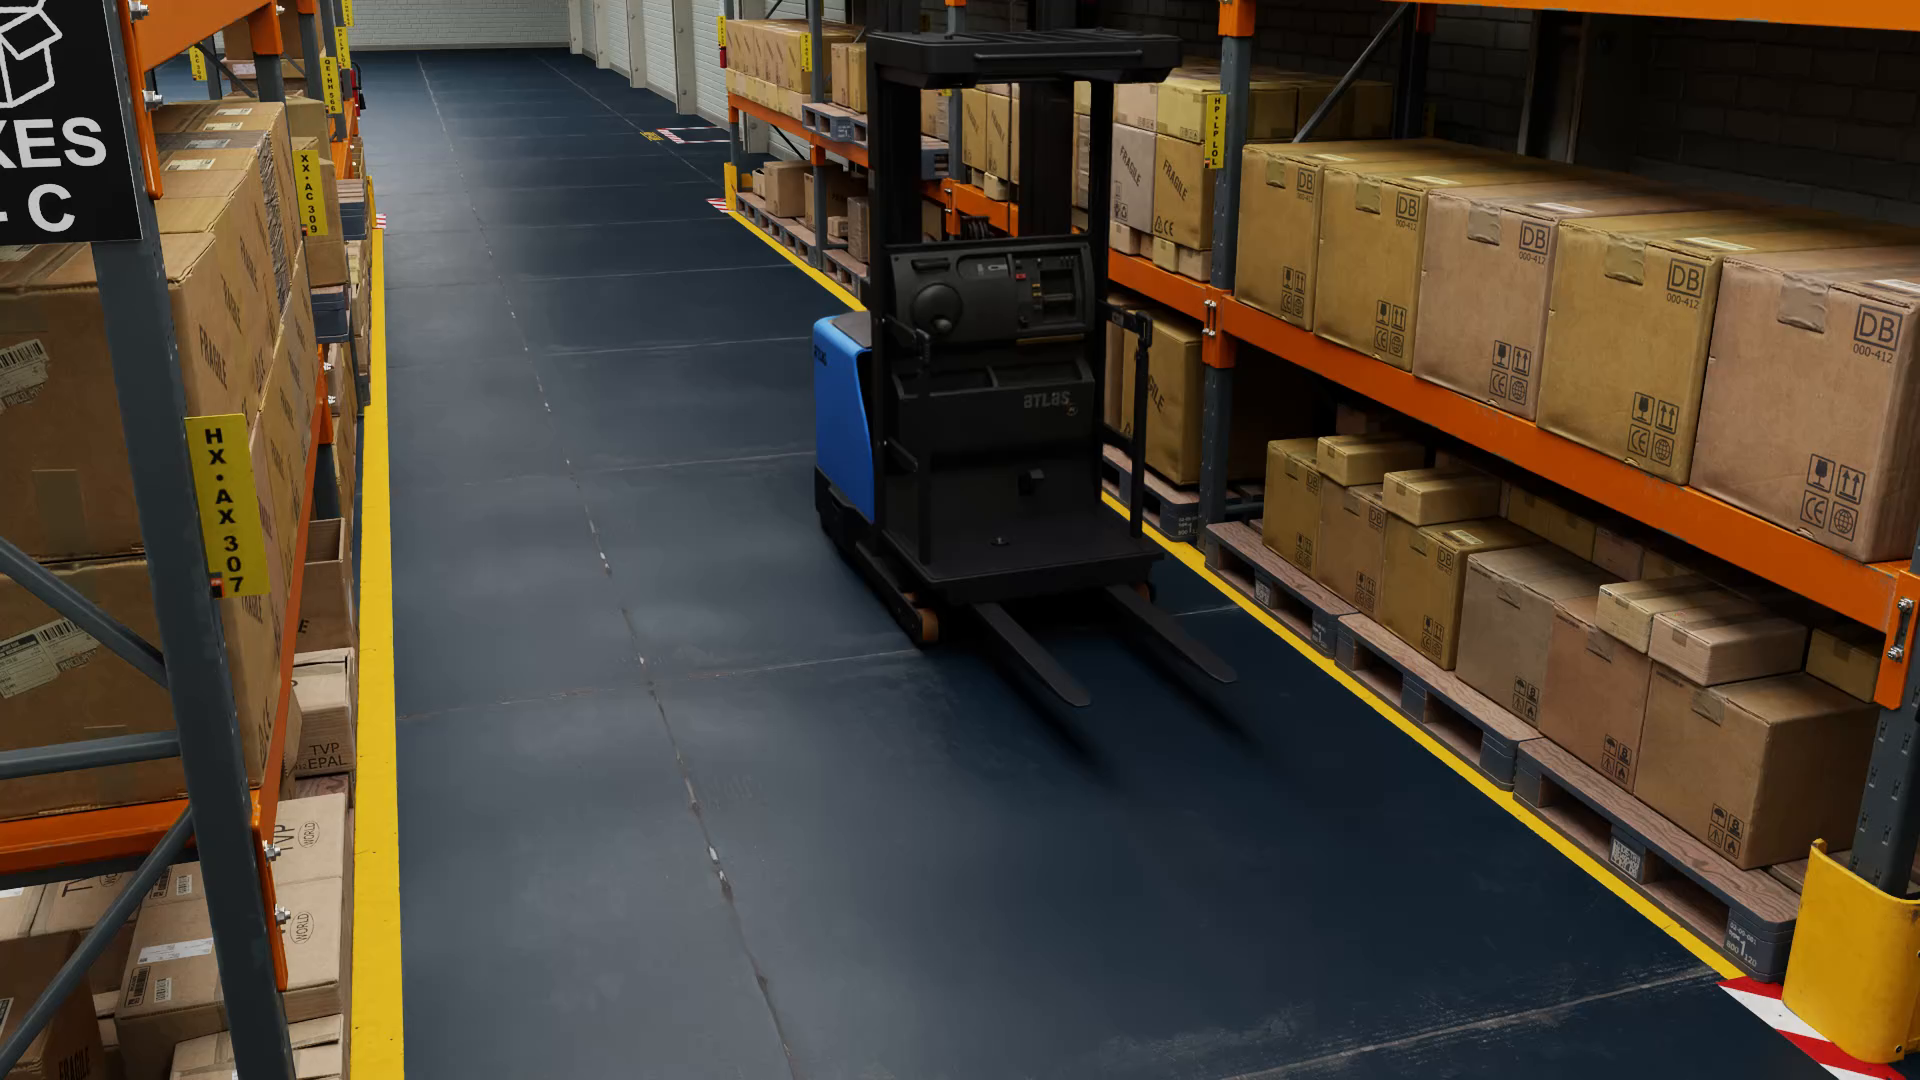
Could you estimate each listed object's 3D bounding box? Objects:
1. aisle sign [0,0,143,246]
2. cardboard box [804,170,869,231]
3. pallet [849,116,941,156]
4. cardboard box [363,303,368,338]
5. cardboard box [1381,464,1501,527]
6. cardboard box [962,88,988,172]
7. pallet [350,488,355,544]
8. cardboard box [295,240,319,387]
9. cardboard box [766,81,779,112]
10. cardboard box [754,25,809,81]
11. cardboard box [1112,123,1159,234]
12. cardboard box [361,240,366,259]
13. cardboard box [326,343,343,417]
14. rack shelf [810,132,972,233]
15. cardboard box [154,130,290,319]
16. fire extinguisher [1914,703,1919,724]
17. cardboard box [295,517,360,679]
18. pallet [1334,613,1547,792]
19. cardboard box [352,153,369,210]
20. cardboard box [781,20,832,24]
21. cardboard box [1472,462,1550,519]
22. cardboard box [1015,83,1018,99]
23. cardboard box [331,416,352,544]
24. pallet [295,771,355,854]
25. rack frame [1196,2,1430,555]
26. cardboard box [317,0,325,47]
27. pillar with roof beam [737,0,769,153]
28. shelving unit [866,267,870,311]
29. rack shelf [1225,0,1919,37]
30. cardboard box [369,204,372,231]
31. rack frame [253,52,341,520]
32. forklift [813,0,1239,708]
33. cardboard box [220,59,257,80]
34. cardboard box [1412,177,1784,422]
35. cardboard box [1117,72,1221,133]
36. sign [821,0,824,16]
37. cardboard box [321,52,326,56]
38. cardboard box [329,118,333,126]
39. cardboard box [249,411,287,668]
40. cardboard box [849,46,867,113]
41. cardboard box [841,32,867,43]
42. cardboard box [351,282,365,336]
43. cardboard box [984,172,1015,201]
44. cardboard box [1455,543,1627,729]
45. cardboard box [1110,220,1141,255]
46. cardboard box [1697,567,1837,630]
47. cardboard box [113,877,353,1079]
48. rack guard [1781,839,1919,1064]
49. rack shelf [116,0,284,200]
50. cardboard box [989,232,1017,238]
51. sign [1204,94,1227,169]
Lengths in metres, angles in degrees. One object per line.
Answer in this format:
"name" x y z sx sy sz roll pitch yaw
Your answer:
"aisle sign" -1.473 -0.823 2.424 0.394 0.787 0.004 -6 21 -17
"cardboard box" -1.207 -3.328 16.291 0.500 0.500 0.500 -8 21 -21
"pallet" -0.247 -3.225 13.243 1.003 0.211 1.213 -6 21 -17
"cardboard box" -4.501 -1.587 11.845 0.500 0.250 0.500 -7 21 -19
"cardboard box" 1.908 -0.180 6.597 0.380 0.149 0.250 -7 21 -19
"cardboard box" 0.324 -2.698 10.873 0.500 0.500 0.500 -6 21 -16
"pallet" -3.709 -0.210 8.690 1.003 0.211 1.213 -6 21 -17
"cardboard box" -2.629 -0.787 6.024 0.500 0.500 0.500 -6 21 -16
"cardboard box" -1.601 -4.348 16.275 0.500 0.250 0.500 -7 21 -18
"cardboard box" -1.760 -4.868 16.615 0.500 0.500 0.500 -6 21 -16
"cardboard box" 1.117 -1.882 8.600 0.500 0.500 0.500 -6 21 -17
"cardboard box" -4.976 -2.343 13.118 0.500 0.311 0.500 -6 21 -16
"cardboard box" -3.265 -0.759 8.030 0.500 0.250 0.500 -6 21 -17
"rack shelf" -0.215 -2.988 13.362 1.077 0.370 4.000 -6 21 -17
"cardboard box" -2.304 -0.931 4.943 0.500 0.500 0.500 -6 21 -17
"fire extinguisher" 2.538 0.192 4.111 0.296 0.674 0.183 -6 21 -17
"cardboard box" -2.582 0.248 6.334 0.500 0.500 0.500 -6 21 -17
"pallet" 2.223 0.556 6.557 1.003 0.211 1.213 -6 21 -17
"cardboard box" -5.867 -3.361 15.672 0.500 0.500 0.500 -6 21 -17
"cardboard box" -1.602 -5.252 17.685 0.500 0.500 0.500 -6 21 -16
"cardboard box" 2.282 -0.210 6.680 0.380 0.149 0.250 -6 21 -17
"cardboard box" 0.643 -2.729 9.849 0.500 0.250 0.500 -6 21 -17
"cardboard box" -3.129 -0.255 7.737 0.500 0.500 0.500 -6 21 -16
"pallet" -2.428 1.052 5.177 1.003 0.211 1.213 -6 21 -17
"rack frame" 1.671 -1.401 7.880 1.000 3.000 0.127 -6 21 -17
"cardboard box" -6.163 -4.723 15.062 0.700 0.500 0.500 -6 21 -17
"pillar with roof beam" -7.032 -9.411 21.305 9.100 9.000 0.400 -6 21 -17
"shelving unit" -0.306 -0.841 8.984 0.258 1.200 0.503 -7 21 -19
"rack shelf" 2.300 -1.832 5.708 1.077 0.370 4.000 -6 21 -17
"cardboard box" -6.025 -3.168 16.245 0.500 0.250 0.500 -6 21 -17
"rack frame" -3.030 -0.874 6.411 1.000 3.000 0.127 -6 21 -17
"forklift" 0.225 -1.081 7.091 1.130 2.935 3.031 -7 21 -19
"cardboard box" -5.833 -3.858 13.612 0.380 0.149 0.250 -6 21 -17
"cardboard box" 2.289 -0.899 6.039 0.980 0.700 0.700 -7 21 -20
"cardboard box" 1.130 -2.238 8.484 0.500 0.250 0.500 -6 21 -16
"sign" -1.567 -5.998 18.498 0.100 0.325 0.005 -6 21 -17
"cardboard box" -5.691 -4.147 14.418 0.380 0.149 0.250 -7 21 -18
"cardboard box" -6.016 -3.960 14.855 0.700 0.500 0.500 -6 21 -16
"cardboard box" -1.829 0.028 3.754 0.500 0.500 0.500 -7 21 -18
"cardboard box" -0.547 -3.875 13.970 0.700 0.500 0.500 -4 20 -12
"cardboard box" -0.793 -4.433 15.404 0.500 0.500 0.500 -7 21 -18
"cardboard box" -4.173 -1.524 10.839 0.500 0.311 0.500 -6 21 -15
"cardboard box" 0.372 -2.270 10.640 0.380 0.149 0.250 -6 21 -16
"cardboard box" 2.298 0.325 6.150 0.700 0.500 0.500 -7 21 -19
"cardboard box" 1.017 -1.616 8.819 0.380 0.149 0.250 -6 21 -17
"cardboard box" 2.683 0.198 5.544 0.380 0.149 0.250 -6 21 -17
"cardboard box" -1.832 1.132 4.244 0.500 0.250 0.500 -6 21 -17
"rack guard" 2.936 1.067 4.707 1.175 0.500 0.348 -6 21 -17
"rack shelf" -2.401 -1.305 4.239 1.077 0.370 4.000 -6 21 -17
"cardboard box" 0.521 -1.621 11.050 0.750 0.750 0.750 -7 21 -18
"sign" 1.159 -1.848 7.528 0.100 0.325 0.005 -6 21 -17
